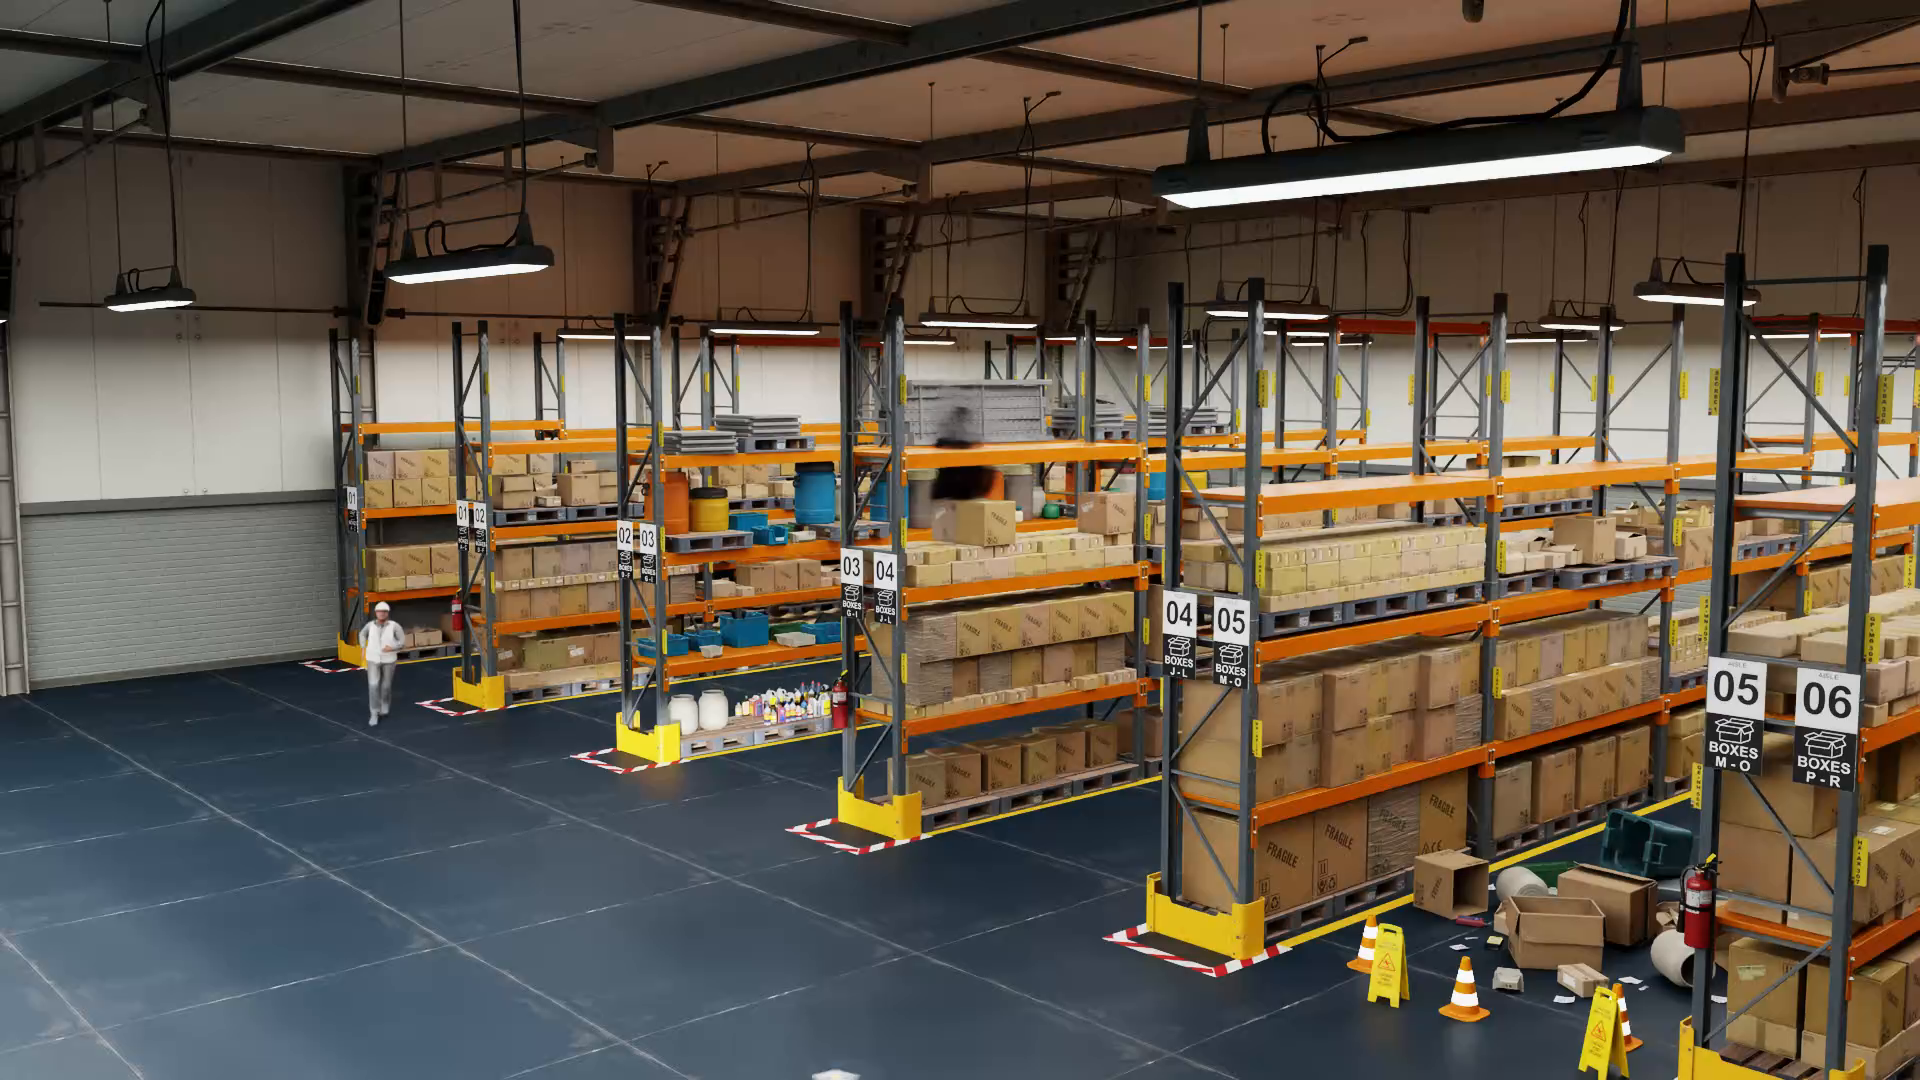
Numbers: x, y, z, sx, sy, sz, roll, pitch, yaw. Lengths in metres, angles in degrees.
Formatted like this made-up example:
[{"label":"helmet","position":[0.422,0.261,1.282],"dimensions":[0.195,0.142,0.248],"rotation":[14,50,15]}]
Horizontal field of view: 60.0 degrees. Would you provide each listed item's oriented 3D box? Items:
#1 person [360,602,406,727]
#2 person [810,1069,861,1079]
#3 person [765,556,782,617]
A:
[{"label":"person","position":[-8.629,1.818,24.882],"dimensions":[0.655,1.805,0.881],"rotation":[-2,6,-17]},{"label":"person","position":[-0.623,3.490,8.178],"dimensions":[0.631,1.850,0.754],"rotation":[-1,6,-8]},{"label":"person","position":[-3.581,1.148,32.050],"dimensions":[0.802,1.767,0.640],"rotation":[-5,8,-42]}]
